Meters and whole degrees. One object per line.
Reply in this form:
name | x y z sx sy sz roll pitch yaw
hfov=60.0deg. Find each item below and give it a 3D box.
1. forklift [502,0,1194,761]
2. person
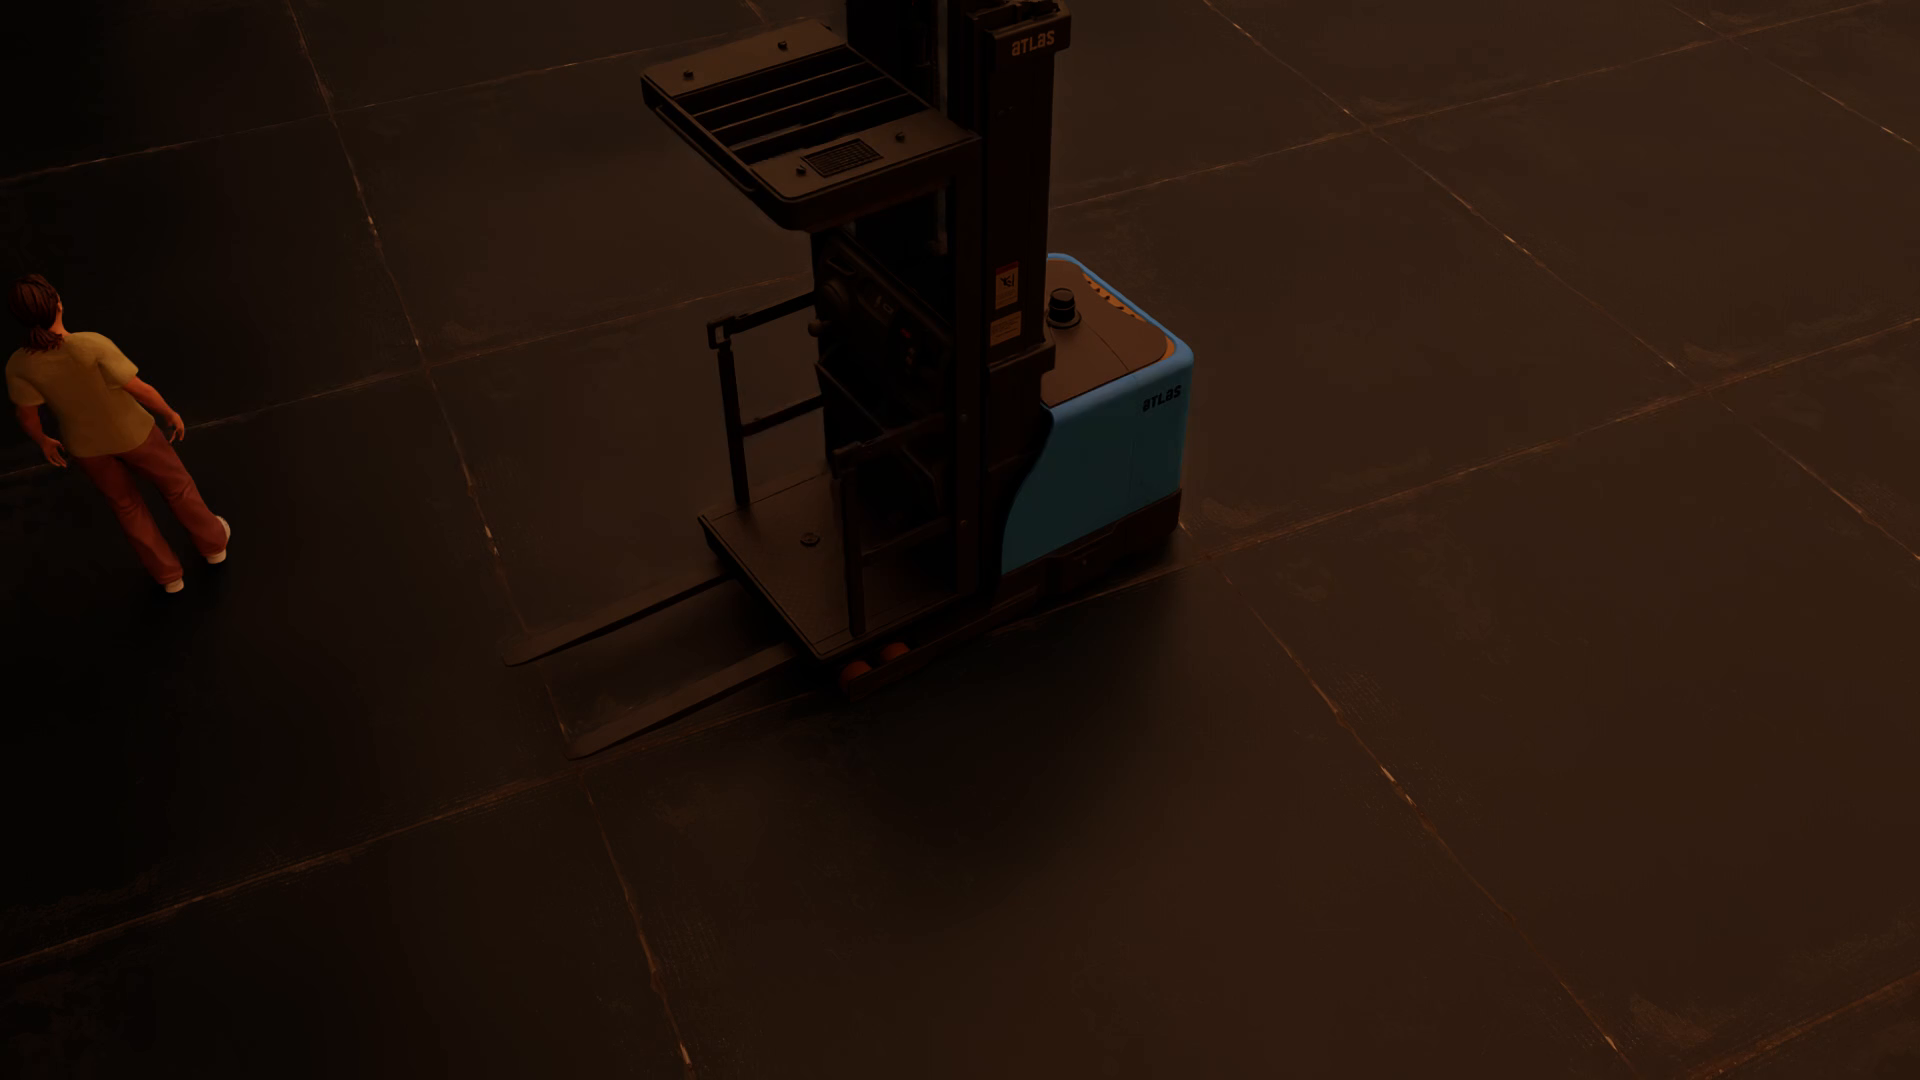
forklift | -0.483 -0.805 6.543 3.031 2.935 1.130 -25 48 -24
person | -3.622 -0.476 7.109 0.577 1.679 0.536 -12 44 -13
